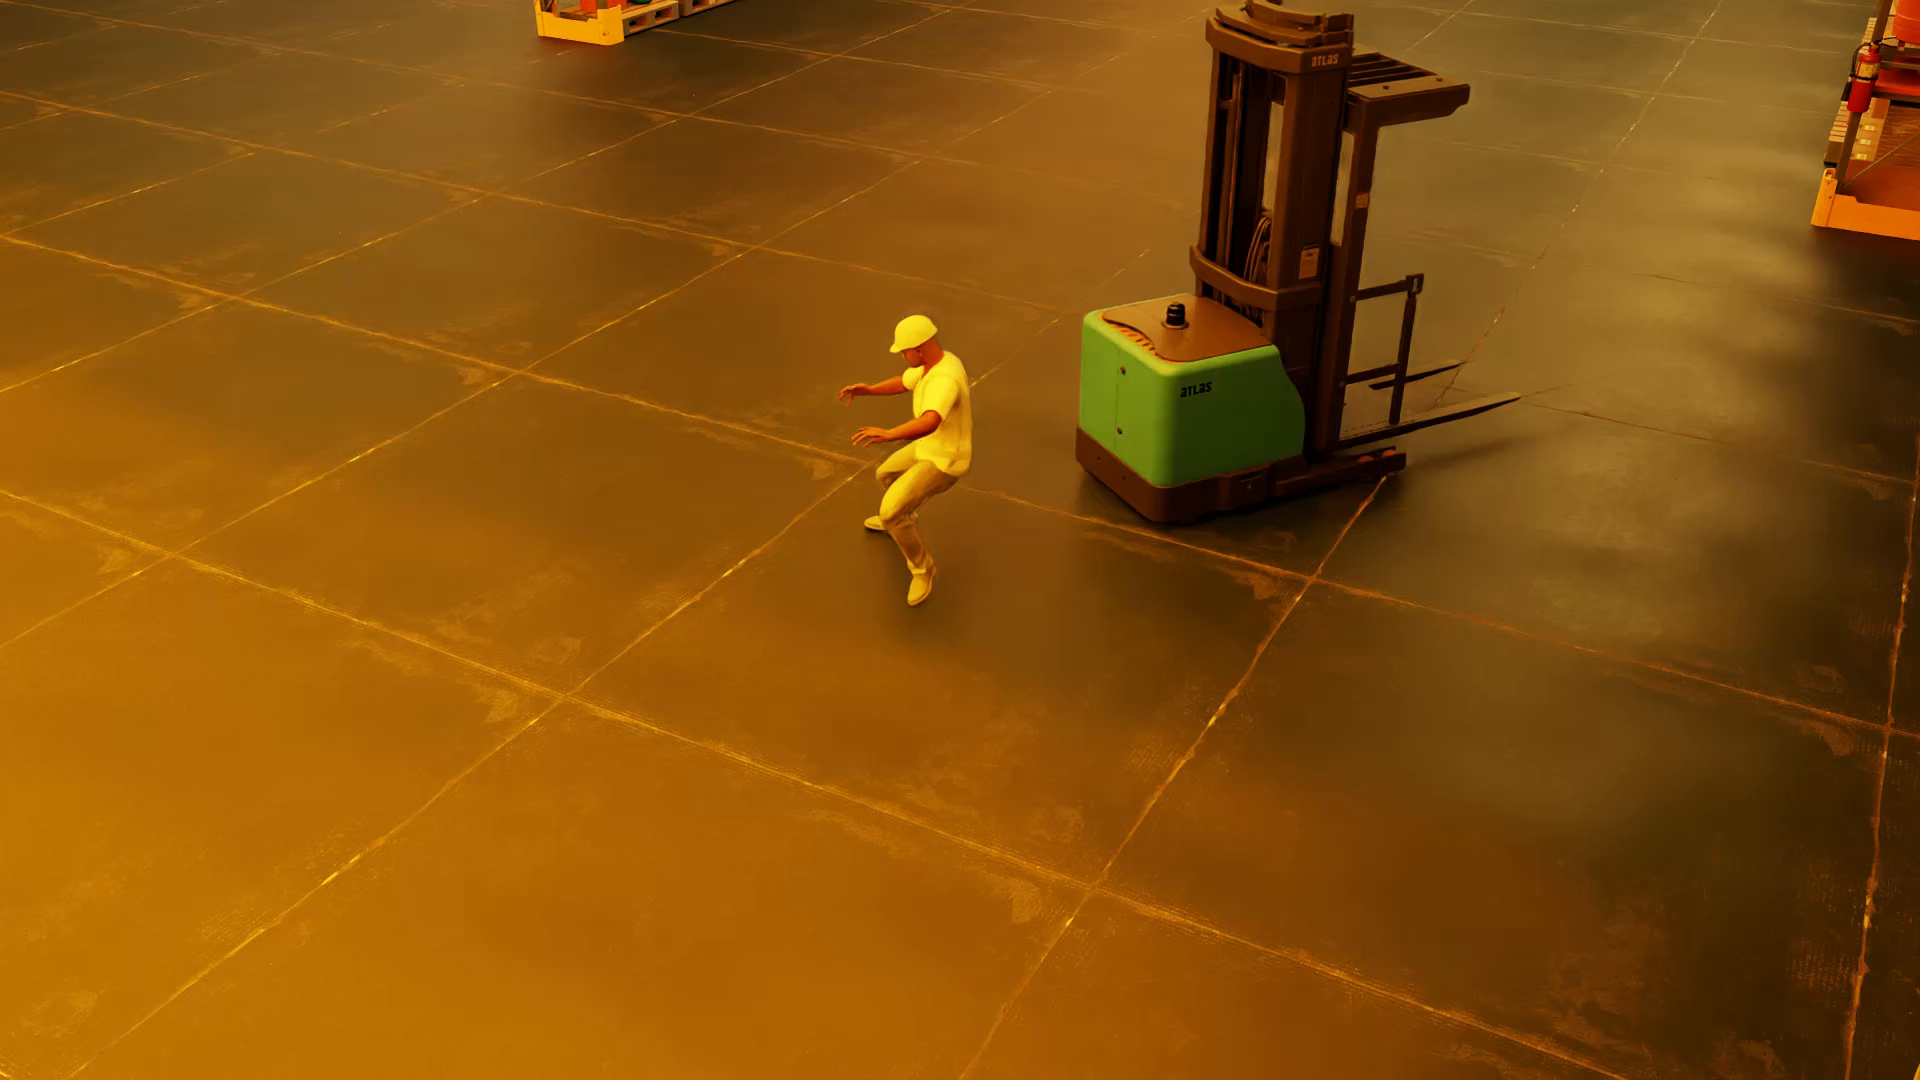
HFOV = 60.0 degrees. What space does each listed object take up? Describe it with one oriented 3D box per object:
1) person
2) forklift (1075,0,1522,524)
[{"bbox_3d":[-0.306,-0.521,9.377,0.756,1.534,1.072,0,30,-1],"label":"person"},{"bbox_3d":[2.300,-1.864,10.300,3.031,2.935,1.130,-14,33,-23],"label":"forklift"}]
